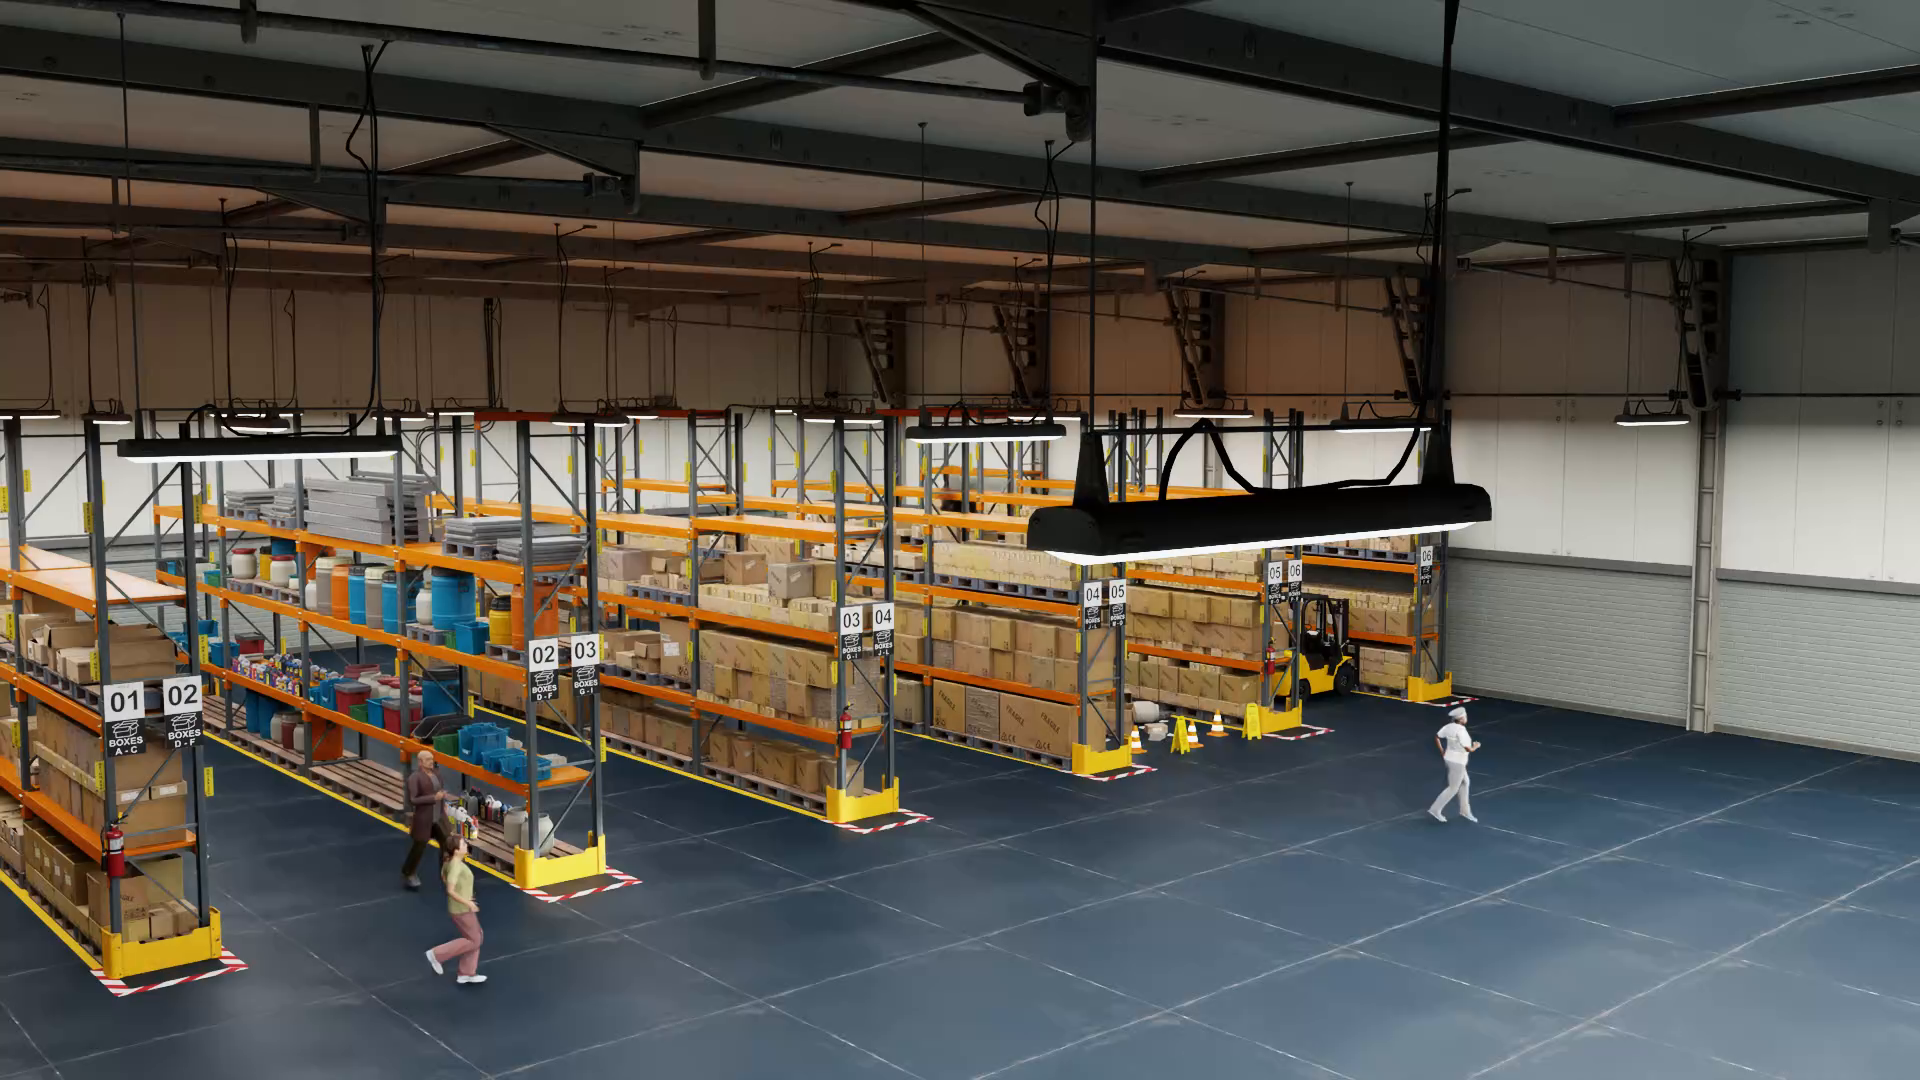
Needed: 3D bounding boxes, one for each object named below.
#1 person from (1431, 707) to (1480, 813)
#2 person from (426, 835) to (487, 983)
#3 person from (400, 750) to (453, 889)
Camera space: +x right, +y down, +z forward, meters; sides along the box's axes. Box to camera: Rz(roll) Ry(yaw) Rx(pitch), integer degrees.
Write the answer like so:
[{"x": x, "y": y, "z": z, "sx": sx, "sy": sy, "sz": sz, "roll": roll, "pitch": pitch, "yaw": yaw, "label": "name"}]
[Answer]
[{"x": 7.298, "y": 3.249, "z": 24.511, "sx": 0.757, "sy": 1.594, "sz": 0.603, "roll": -1, "pitch": 5, "yaw": -7, "label": "person"}, {"x": -5.410, "y": 3.962, "z": 17.816, "sx": 0.612, "sy": 1.631, "sz": 0.587, "roll": -2, "pitch": 5, "yaw": -22, "label": "person"}, {"x": -6.778, "y": 3.581, "z": 21.149, "sx": 0.870, "sy": 1.843, "sz": 0.678, "roll": 3, "pitch": 6, "yaw": 33, "label": "person"}]
